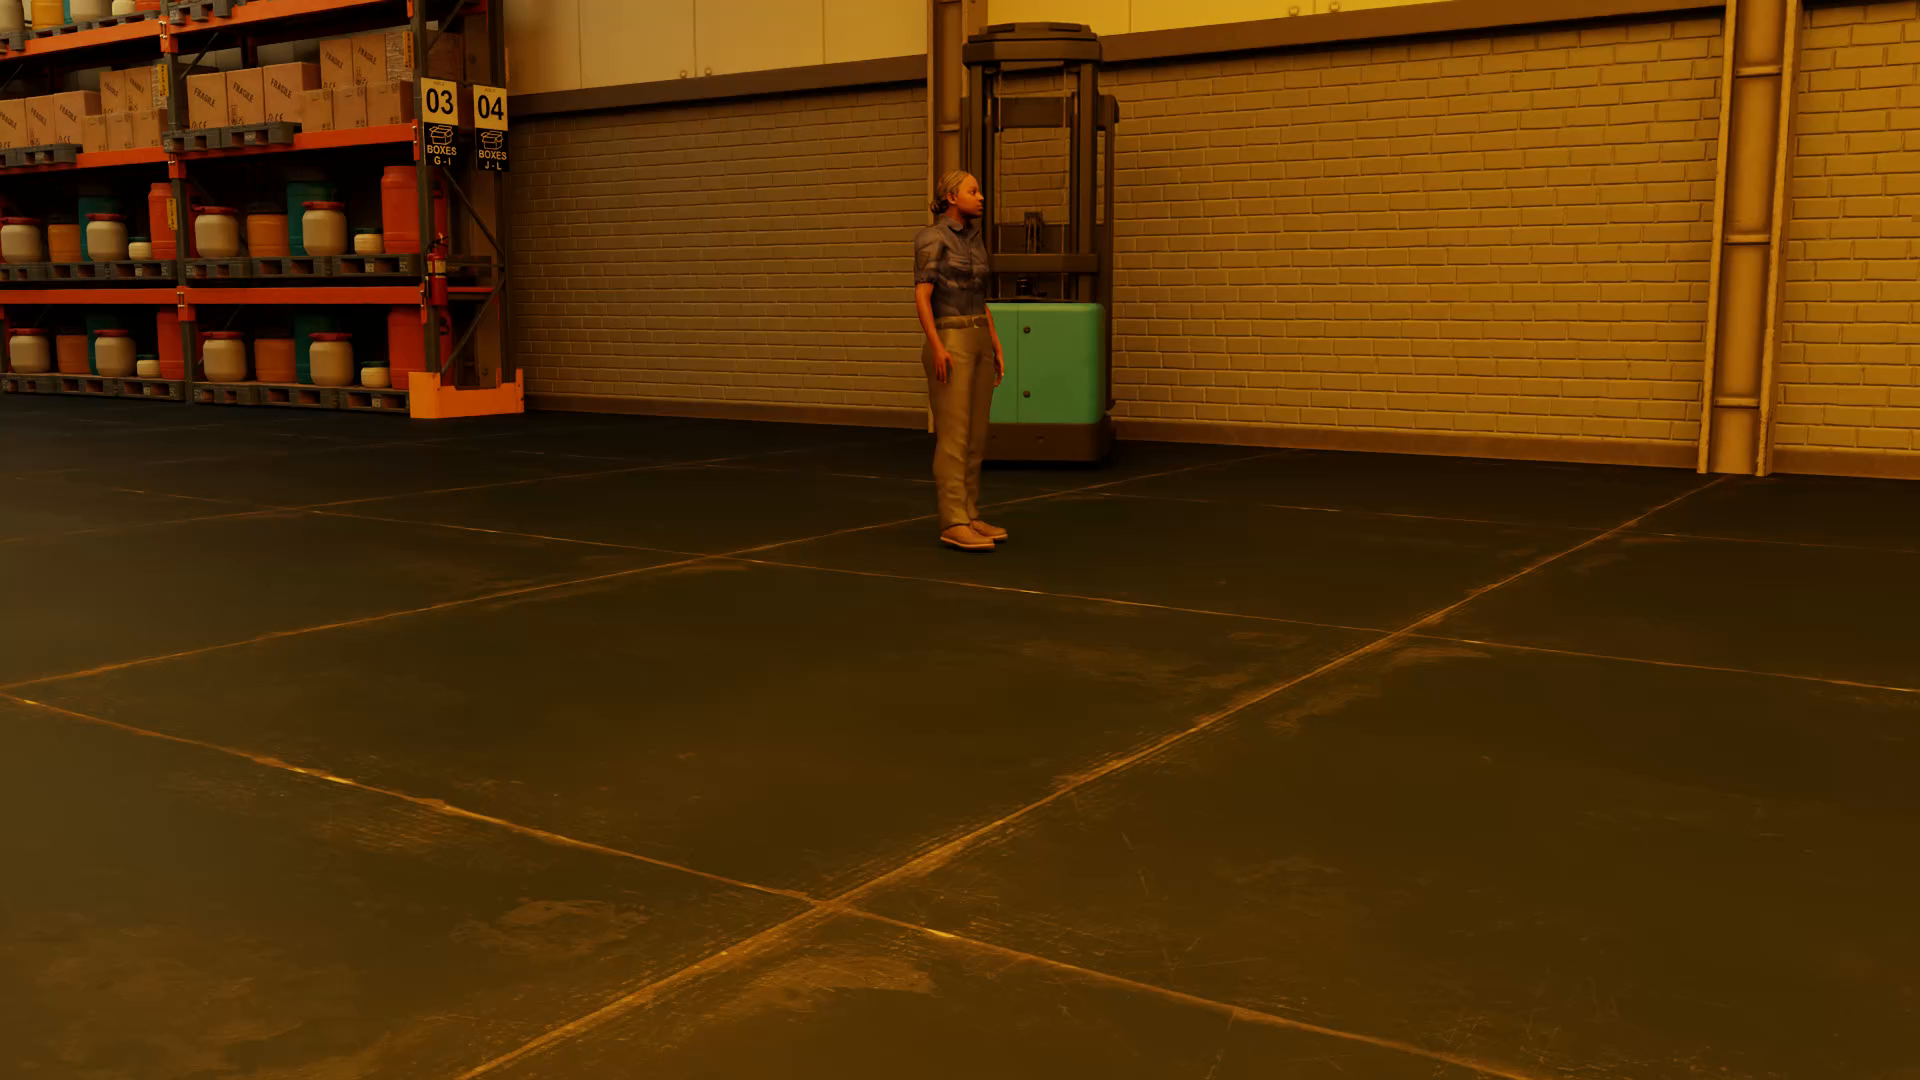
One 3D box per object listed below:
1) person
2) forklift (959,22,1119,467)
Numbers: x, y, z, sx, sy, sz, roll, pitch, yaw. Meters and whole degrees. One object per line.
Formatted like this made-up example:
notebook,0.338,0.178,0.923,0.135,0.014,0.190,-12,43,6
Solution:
person,0.062,-0.817,7.421,0.503,1.656,0.569,5,10,34
forklift,0.569,-2.101,11.967,1.130,2.935,3.031,1,8,8
